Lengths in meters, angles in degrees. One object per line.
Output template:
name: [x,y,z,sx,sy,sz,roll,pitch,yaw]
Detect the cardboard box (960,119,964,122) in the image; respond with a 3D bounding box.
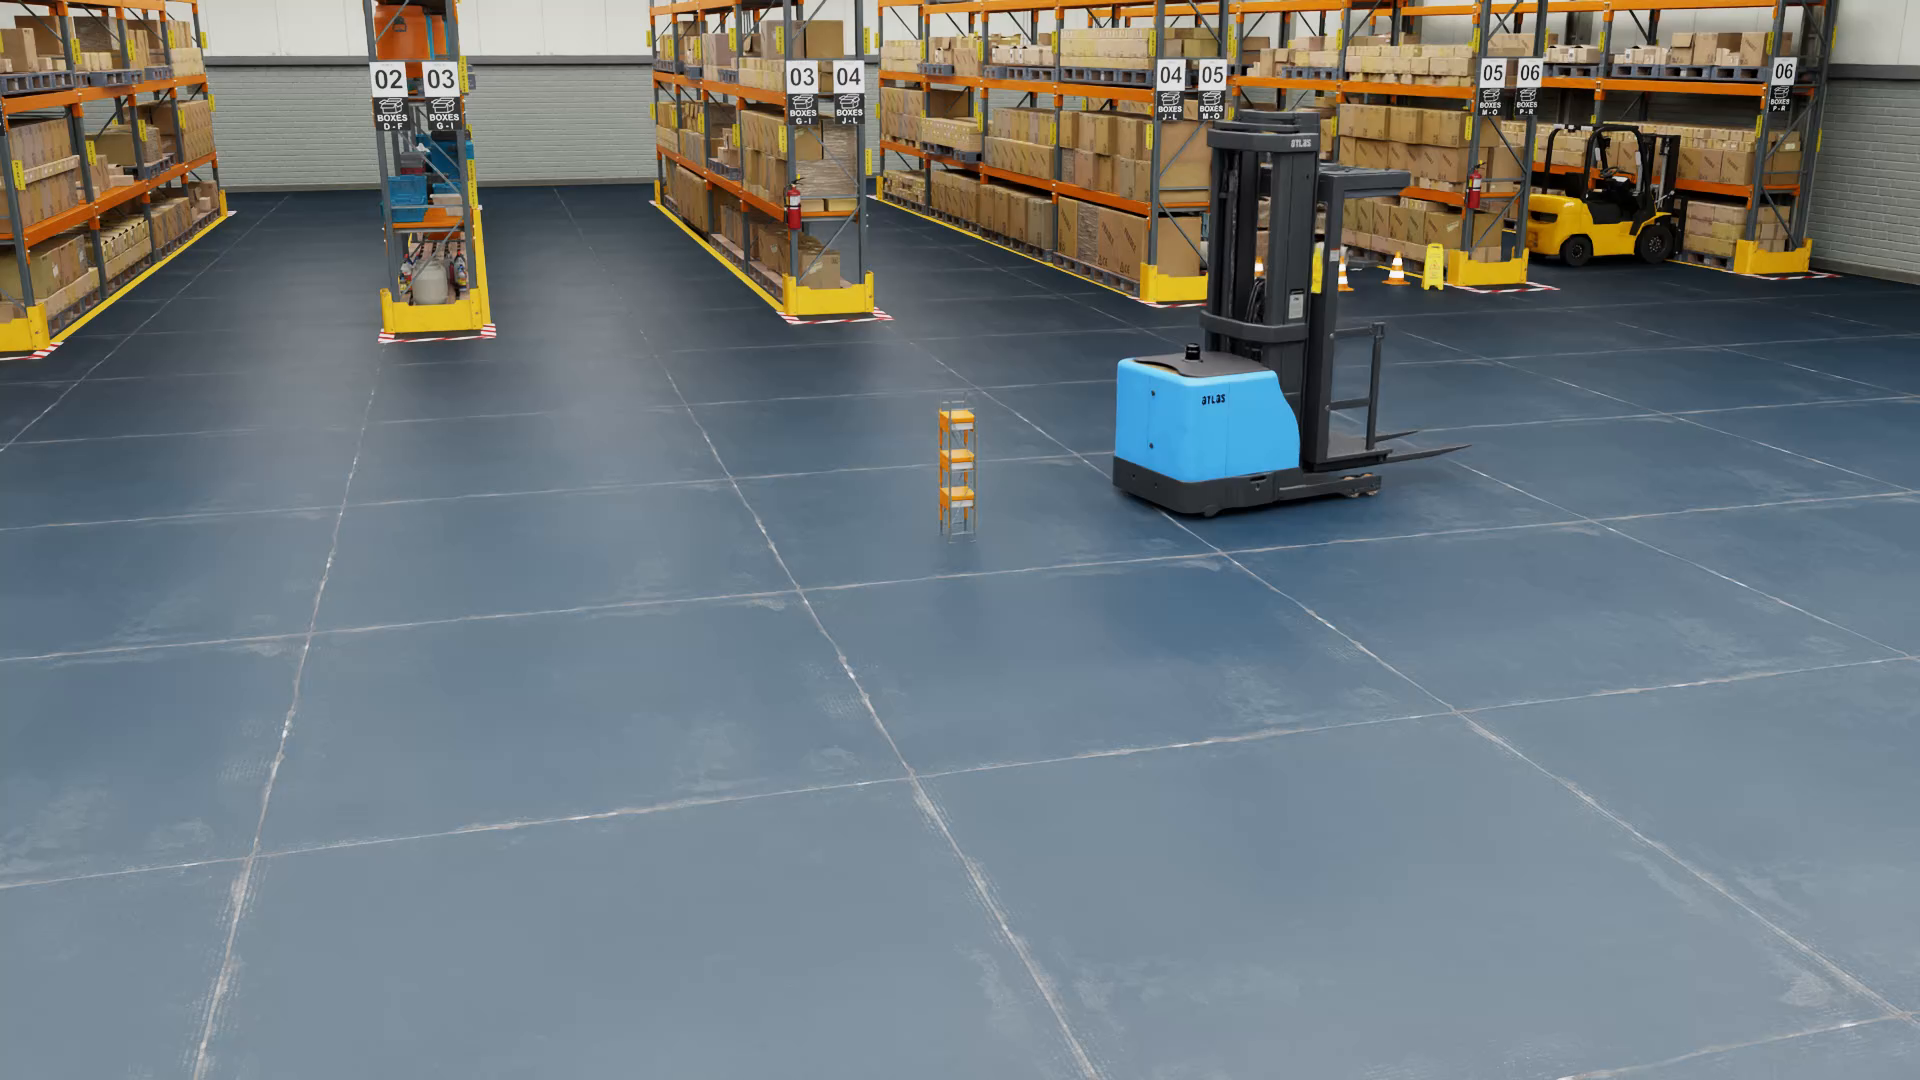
cardboard box: [0.226,-8.244,32.856,0.380,0.149,0.250,-5,18,-17]

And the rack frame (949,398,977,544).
rack frame: [0.019,-0.484,11.738,0.200,1.050,0.008,-5,17,-15]

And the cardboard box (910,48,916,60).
cardboard box: [-0.719,-9.977,34.129,0.500,0.250,0.500,-5,18,-18]

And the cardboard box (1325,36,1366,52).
cardboard box: [6.432,-8.282,27.757,0.500,0.250,0.500,-4,17,-14]

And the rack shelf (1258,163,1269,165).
rack shelf: [6.165,-6.535,29.745,1.077,0.370,4.000,-5,17,-15]

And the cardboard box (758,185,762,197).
cardboard box: [-2.677,-4.996,23.805,0.380,0.149,0.250,-5,17,-15]

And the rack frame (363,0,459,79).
rack frame: [-6.477,-6.918,19.341,1.000,3.000,0.127,-5,17,-15]

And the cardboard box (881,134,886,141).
cardboard box: [-1.541,-8.991,37.105,0.380,0.149,0.250,-5,17,-16]

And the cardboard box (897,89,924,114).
cardboard box: [-1.037,-9.325,35.353,0.500,0.500,0.500,-5,18,-17]

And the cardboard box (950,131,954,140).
cardboard box: [0.026,-7.622,31.302,0.380,0.149,0.250,-5,17,-16]

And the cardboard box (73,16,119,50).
cardboard box: [-13.553,-7.952,26.084,0.500,0.500,0.500,-5,17,-15]

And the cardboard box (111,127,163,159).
cardboard box: [-13.994,-6.739,28.268,0.700,0.500,0.500,-10,19,-29]

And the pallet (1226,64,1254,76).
pallet: [5.387,-8.953,31.657,1.213,0.211,1.003,-4,17,-13]

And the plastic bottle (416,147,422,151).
plastic bottle: [-9.913,-7.045,30.409,0.152,0.276,0.135,-5,17,-15]

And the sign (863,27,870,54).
sign: [-1.193,-6.335,21.093,0.100,0.325,0.005,-5,17,-15]

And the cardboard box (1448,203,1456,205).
cardboard box: [10.064,-6.930,33.425,0.500,0.500,0.500,-4,17,-14]

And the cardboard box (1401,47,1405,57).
cardboard box: [6.994,-7.488,25.503,0.380,0.149,0.250,-4,17,-14]

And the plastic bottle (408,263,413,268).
plastic bottle: [-7.625,-3.709,23.065,0.097,0.271,0.097,0,17,0]

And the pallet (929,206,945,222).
pallet: [-0.001,-6.569,33.455,1.003,0.211,1.213,-5,17,-15]

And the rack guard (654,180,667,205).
rack guard: [-6.119,-7.672,36.623,1.175,0.500,0.348,-5,17,-15]

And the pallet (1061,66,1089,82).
pallet: [2.197,-7.074,25.229,1.003,0.211,1.213,-5,17,-15]

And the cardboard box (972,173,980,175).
cardboard box: [0.519,-7.009,32.382,0.500,0.250,0.500,-6,18,-18]

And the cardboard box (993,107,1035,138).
cardboard box: [0.997,-7.415,29.513,0.700,0.500,0.500,-5,17,-16]

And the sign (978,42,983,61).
sign: [0.361,-8.655,29.440,0.100,0.325,0.005,-5,17,-15]

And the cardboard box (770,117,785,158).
cardboard box: [-2.247,-5.376,22.207,0.500,0.500,0.500,-5,17,-15]

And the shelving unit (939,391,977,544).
shelving unit: [-0.015,-0.518,11.850,0.215,1.050,0.252,-5,17,-15]

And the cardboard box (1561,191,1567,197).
cardboard box: [11.332,-5.927,29.868,0.875,0.625,0.625,-4,17,-13]

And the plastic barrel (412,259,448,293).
plastic barrel: [-6.869,-3.369,21.549,0.421,0.512,0.421,0,17,0]

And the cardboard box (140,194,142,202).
cardboard box: [-14.365,-5.917,28.712,0.500,0.250,0.500,-5,17,-15]

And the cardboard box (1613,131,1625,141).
cardboard box: [11.393,-6.898,28.401,0.380,0.149,0.250,-4,17,-14]

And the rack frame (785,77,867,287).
rack frame: [-1.715,-4.437,21.508,1.000,3.000,0.127,-5,17,-15]

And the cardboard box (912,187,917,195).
cardboard box: [-0.785,-7.307,34.772,0.380,0.149,0.250,-5,18,-17]

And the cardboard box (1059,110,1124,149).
cardboard box: [2.051,-6.391,25.878,0.875,0.550,0.550,-5,17,-15]

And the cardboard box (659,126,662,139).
cardboard box: [-6.090,-8.636,35.230,0.500,0.250,0.500,-5,17,-16]

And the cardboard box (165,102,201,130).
cardboard box: [-14.823,-8.081,31.727,0.500,0.500,0.500,-4,17,-14]

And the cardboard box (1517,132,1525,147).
cardboard box: [10.701,-7.428,30.857,0.500,0.250,0.500,-4,17,-14]

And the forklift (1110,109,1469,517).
forklift: [2.730,-1.854,13.029,3.031,2.935,1.130,-9,19,-27]

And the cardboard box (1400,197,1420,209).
cardboard box: [7.040,-5.214,25.715,0.380,0.149,0.250,-4,17,-13]

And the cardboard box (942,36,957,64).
cardboard box: [0.082,-9.370,31.806,0.797,0.503,0.637,-5,17,-16]

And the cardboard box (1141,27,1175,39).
cardboard box: [2.663,-6.814,22.356,0.380,0.149,0.250,-5,17,-15]

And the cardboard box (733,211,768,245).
cardboard box: [-3.383,-5.171,27.531,0.700,0.500,0.500,-3,17,-11]

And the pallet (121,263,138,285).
pallet: [-12.919,-3.964,24.782,1.003,0.211,1.213,-5,17,-15]

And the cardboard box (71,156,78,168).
cardboard box: [-12.059,-5.061,22.285,0.380,0.149,0.250,-5,17,-15]

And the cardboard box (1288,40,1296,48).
cardboard box: [8.068,-11.643,39.160,0.500,0.250,0.500,-5,17,-16]

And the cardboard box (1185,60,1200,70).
cardboard box: [3.296,-6.486,22.650,0.380,0.149,0.250,-5,17,-15]

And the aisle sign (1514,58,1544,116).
aisle sign: [8.129,-6.472,23.766,0.394,0.787,0.004,-5,17,-15]

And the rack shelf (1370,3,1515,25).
rack shelf: [9.837,-10.717,33.932,1.077,0.370,4.000,-5,17,-15]

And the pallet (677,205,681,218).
pallet: [-5.146,-6.637,33.680,1.003,0.211,1.213,-5,17,-15]

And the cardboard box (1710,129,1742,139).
cardboard box: [12.092,-6.408,26.251,0.380,0.149,0.250,-5,17,-15]

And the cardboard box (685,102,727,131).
cardboard box: [-4.829,-8.108,31.813,0.797,0.503,0.637,-5,17,-17]

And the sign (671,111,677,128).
sign: [-5.546,-8.164,32.274,0.100,0.325,0.005,-5,17,-15]

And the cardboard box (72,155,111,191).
cardboard box: [-12.963,-5.452,24.715,0.500,0.500,0.500,-6,18,-18]

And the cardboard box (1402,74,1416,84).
cardboard box: [6.982,-7.034,25.378,0.380,0.149,0.250,-5,17,-16]

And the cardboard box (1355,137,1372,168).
cardboard box: [6.728,-6.236,26.807,0.500,0.500,0.500,-5,17,-15]

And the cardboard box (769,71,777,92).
cardboard box: [-2.232,-6.052,21.934,0.500,0.250,0.500,-5,17,-15]
